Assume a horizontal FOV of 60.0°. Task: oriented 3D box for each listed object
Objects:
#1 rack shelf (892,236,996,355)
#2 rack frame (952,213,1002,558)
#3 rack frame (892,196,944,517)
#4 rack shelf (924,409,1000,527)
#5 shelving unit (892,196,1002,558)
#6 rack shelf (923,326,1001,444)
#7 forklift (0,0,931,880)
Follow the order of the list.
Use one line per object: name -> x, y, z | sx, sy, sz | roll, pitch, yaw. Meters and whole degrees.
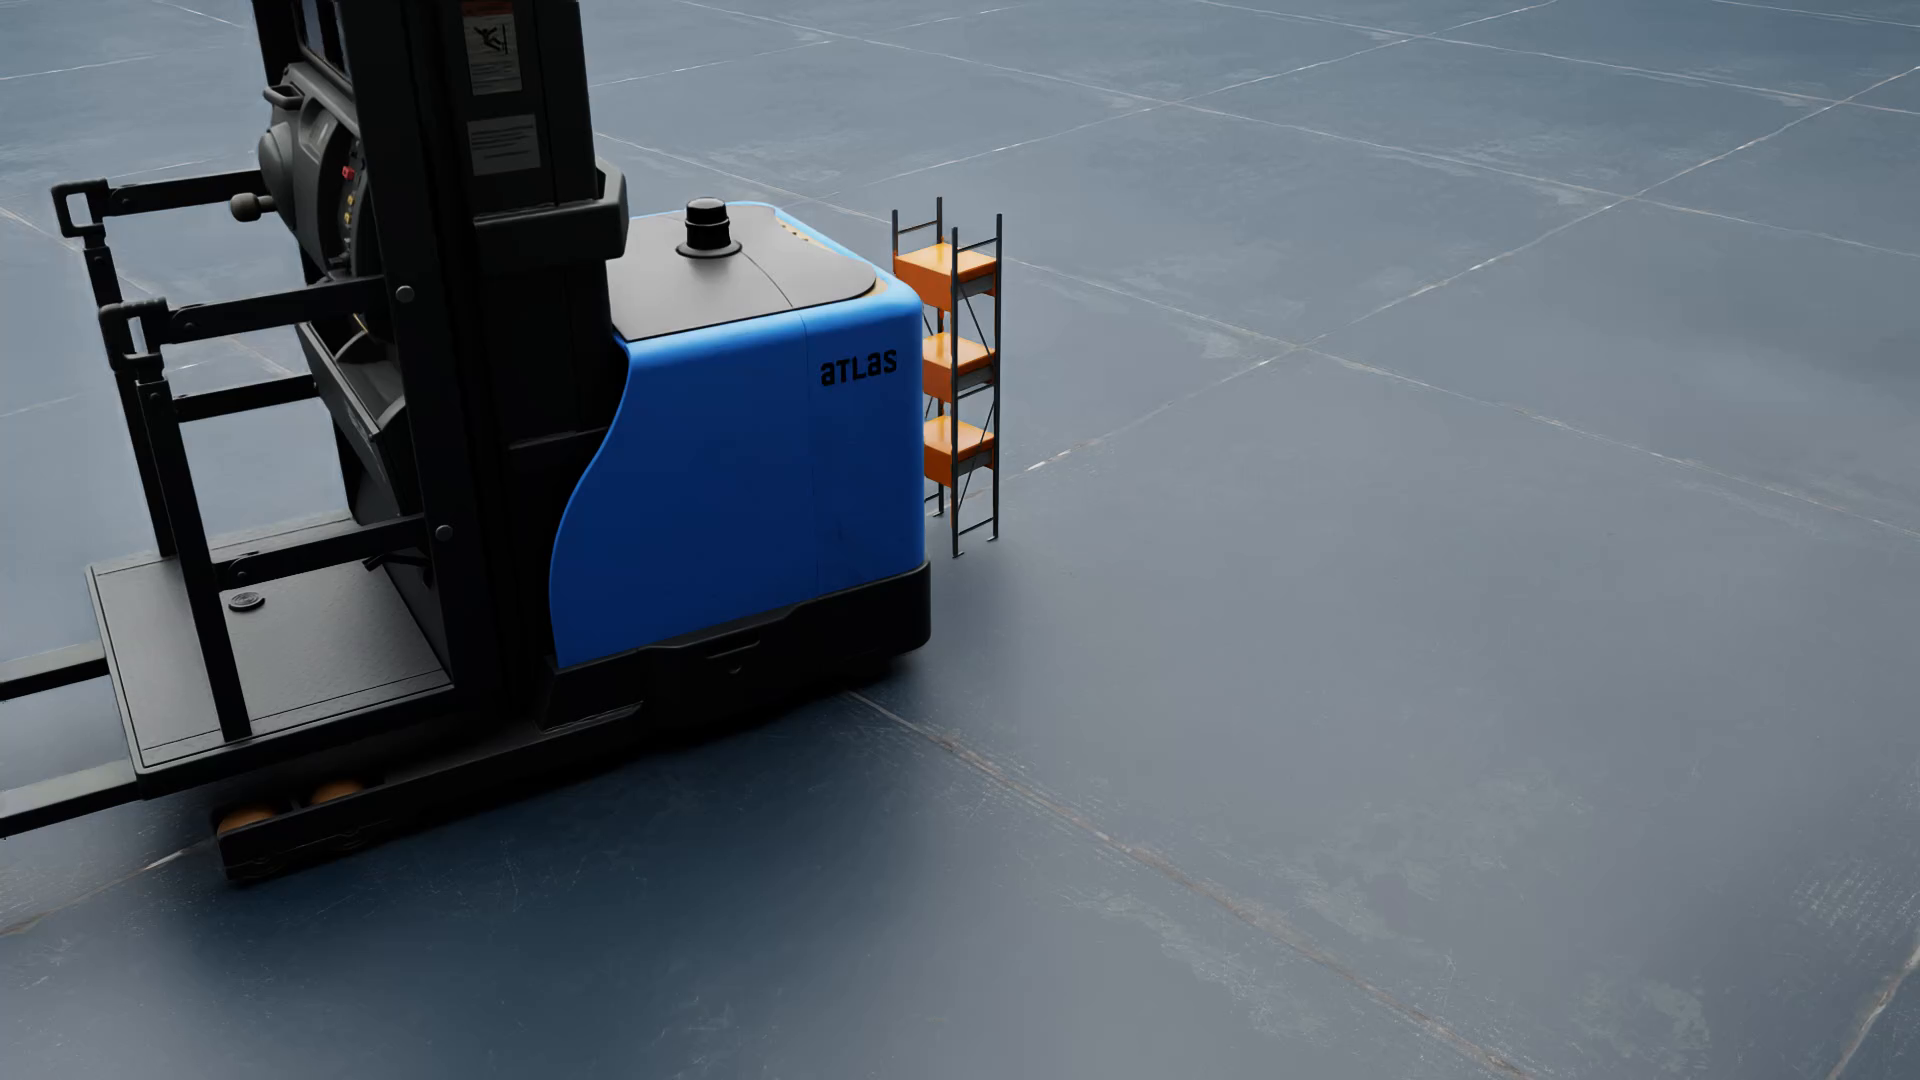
rack shelf -> -0.038, -0.724, 4.912 | 0.240, 0.259, 0.215 | 25, 36, 38
rack frame -> 0.049, -0.442, 4.963 | 0.008, 1.050, 0.200 | 25, 36, 38
rack frame -> -0.125, -0.522, 5.115 | 0.008, 1.050, 0.200 | 25, 36, 38
rack shelf -> -0.038, -0.227, 5.173 | 0.240, 0.259, 0.215 | 25, 36, 38
shelving unit -> -0.038, -0.482, 5.039 | 0.252, 1.050, 0.215 | 25, 36, 38
rack shelf -> -0.038, -0.473, 5.044 | 0.240, 0.259, 0.215 | 25, 36, 38
forklift -> -1.612, -0.809, 3.640 | 3.031, 2.935, 1.130 | -15, 31, -27
